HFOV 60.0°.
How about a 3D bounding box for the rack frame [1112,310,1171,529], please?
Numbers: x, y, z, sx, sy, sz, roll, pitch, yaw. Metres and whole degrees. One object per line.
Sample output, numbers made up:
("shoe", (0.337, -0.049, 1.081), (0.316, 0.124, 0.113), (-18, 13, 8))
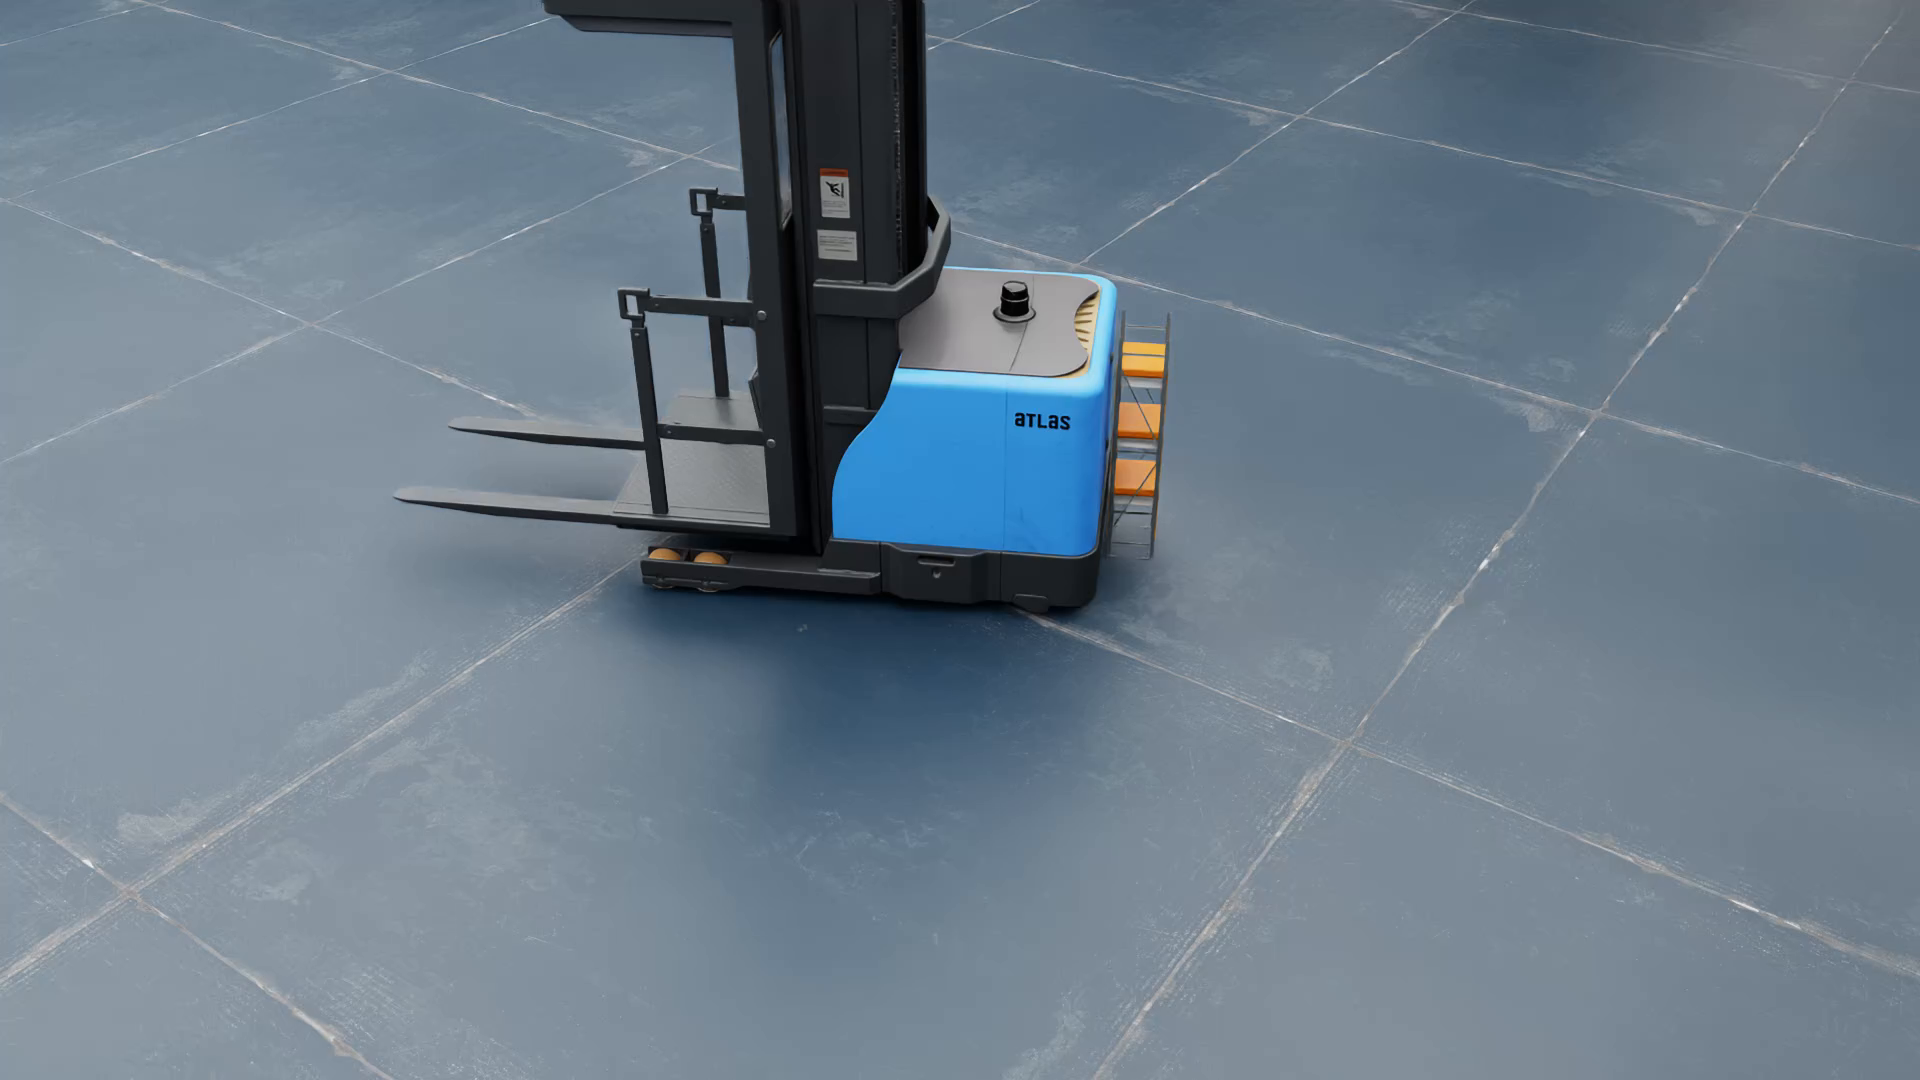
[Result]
("rack frame", (0.757, -0.493, 7.042), (0.200, 1.050, 0.008), (4, 34, 6))

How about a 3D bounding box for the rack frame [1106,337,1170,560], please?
("rack frame", (0.727, -0.357, 6.841), (0.200, 1.050, 0.008), (4, 34, 6))

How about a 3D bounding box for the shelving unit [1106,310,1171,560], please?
("shelving unit", (0.742, -0.425, 6.941), (0.215, 1.050, 0.252), (4, 34, 6))

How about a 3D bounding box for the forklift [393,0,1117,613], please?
("forklift", (-0.889, -1.283, 6.531), (3.031, 2.935, 1.130), (4, 34, 7))

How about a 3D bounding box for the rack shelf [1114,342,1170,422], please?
("rack shelf", (0.742, -0.651, 6.788), (0.215, 0.259, 0.240), (4, 34, 6))

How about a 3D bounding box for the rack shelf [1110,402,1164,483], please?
("rack shelf", (0.742, -0.416, 6.947), (0.215, 0.259, 0.240), (4, 34, 6))

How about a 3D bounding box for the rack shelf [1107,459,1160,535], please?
("rack shelf", (0.742, -0.186, 7.103), (0.215, 0.259, 0.240), (4, 34, 6))
